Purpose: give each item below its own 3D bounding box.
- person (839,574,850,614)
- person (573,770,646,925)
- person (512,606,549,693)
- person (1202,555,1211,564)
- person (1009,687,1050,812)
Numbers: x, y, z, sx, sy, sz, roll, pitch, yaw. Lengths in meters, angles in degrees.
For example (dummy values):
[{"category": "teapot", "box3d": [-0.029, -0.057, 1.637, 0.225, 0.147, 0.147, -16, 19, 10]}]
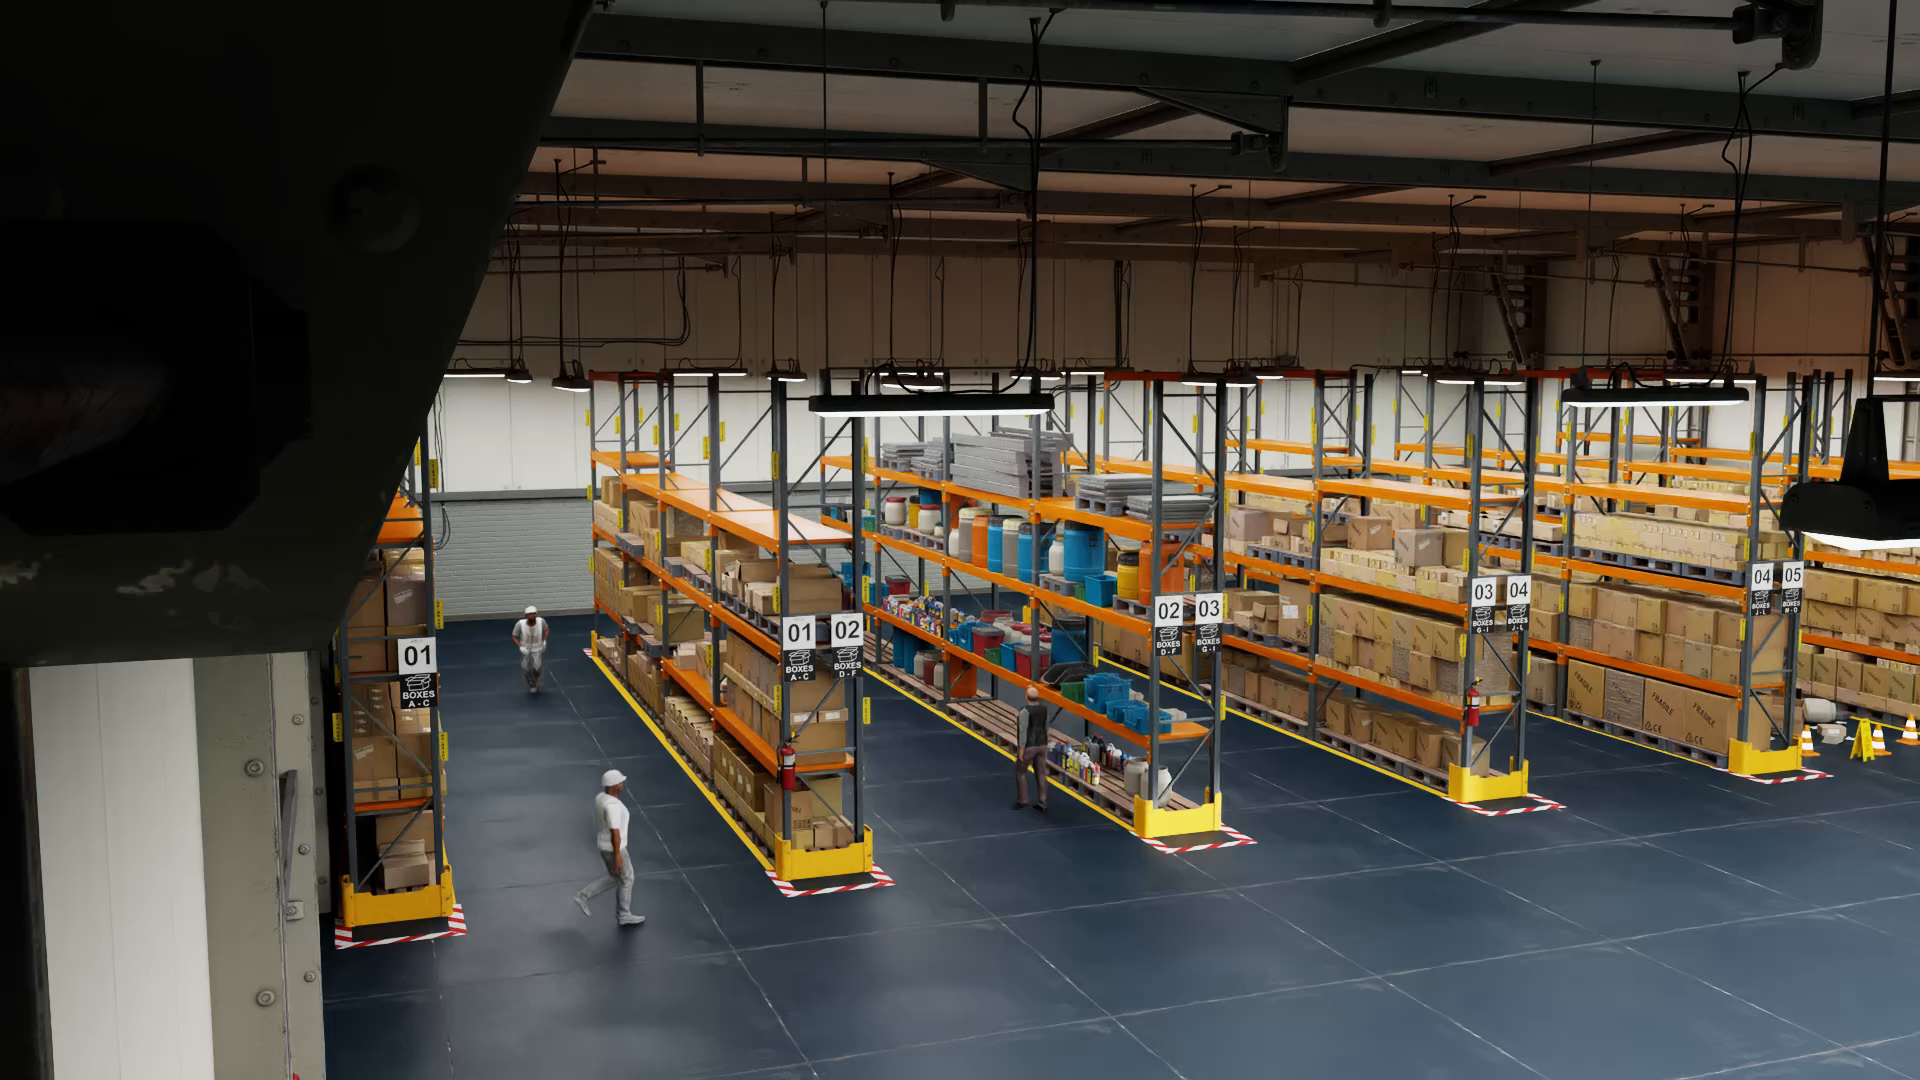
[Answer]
[{"category": "person", "box3d": [-2.457, 1.600, 34.475, 0.539, 1.778, 0.639, 3, 7, 26]}, {"category": "person", "box3d": [-3.905, 3.403, 18.432, 0.772, 1.739, 0.586, -2, 7, -18]}, {"category": "person", "box3d": [-8.000, 2.044, 30.987, 0.650, 1.681, 0.655, -1, 6, -10]}, {"category": "person", "box3d": [6.570, 0.550, 44.777, 0.463, 1.607, 0.452, -5, 8, -39]}, {"category": "person", "box3d": [1.031, 2.930, 23.106, 0.567, 1.769, 0.613, -4, 7, -32]}]
